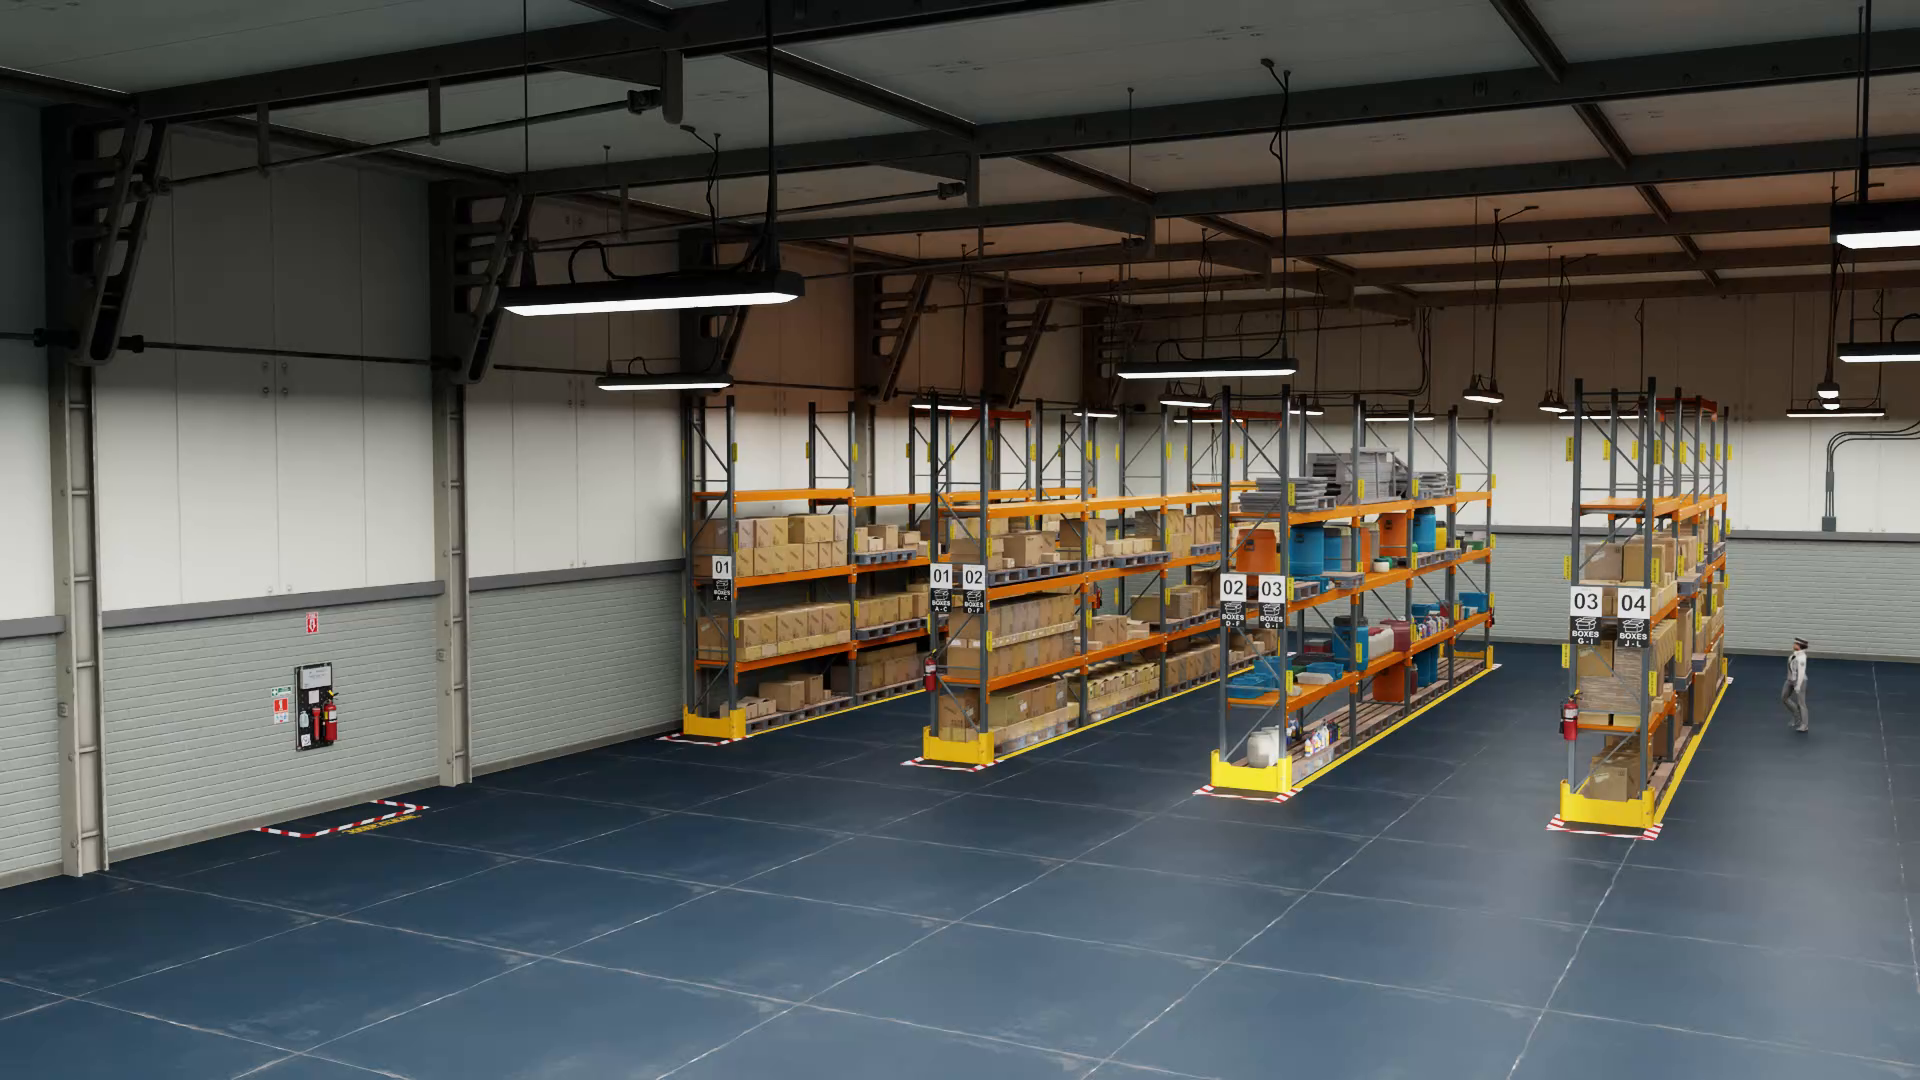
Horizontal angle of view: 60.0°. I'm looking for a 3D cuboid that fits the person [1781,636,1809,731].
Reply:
[{"bbox_3d":[15.098,2.573,30.003,0.381,1.686,0.611,0,3,1],"label":"person"}]
